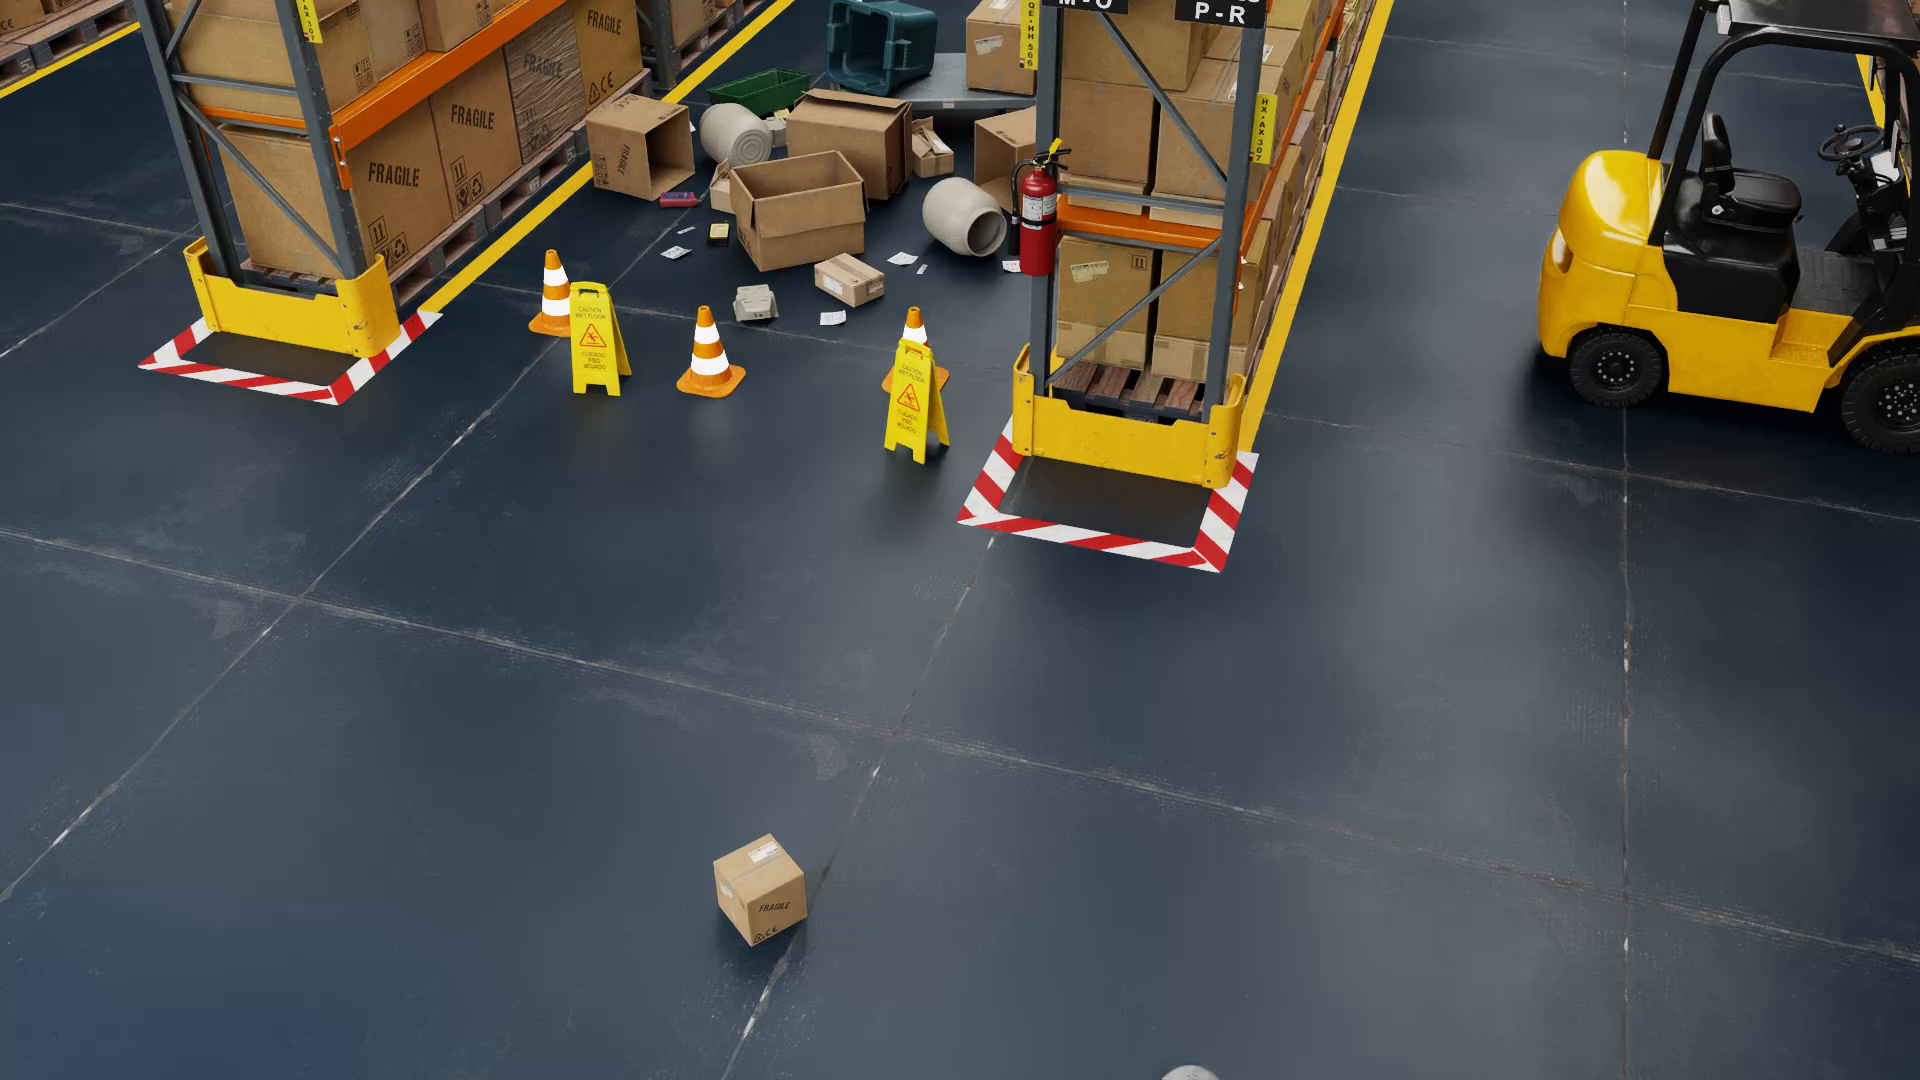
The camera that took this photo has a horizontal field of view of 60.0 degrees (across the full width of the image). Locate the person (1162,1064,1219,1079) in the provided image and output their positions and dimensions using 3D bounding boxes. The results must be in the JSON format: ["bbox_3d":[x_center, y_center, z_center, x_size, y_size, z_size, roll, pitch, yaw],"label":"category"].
[{"bbox_3d":[0.558,1.903,4.349,0.485,1.649,0.620,-18,41,-22],"label":"person"}]
